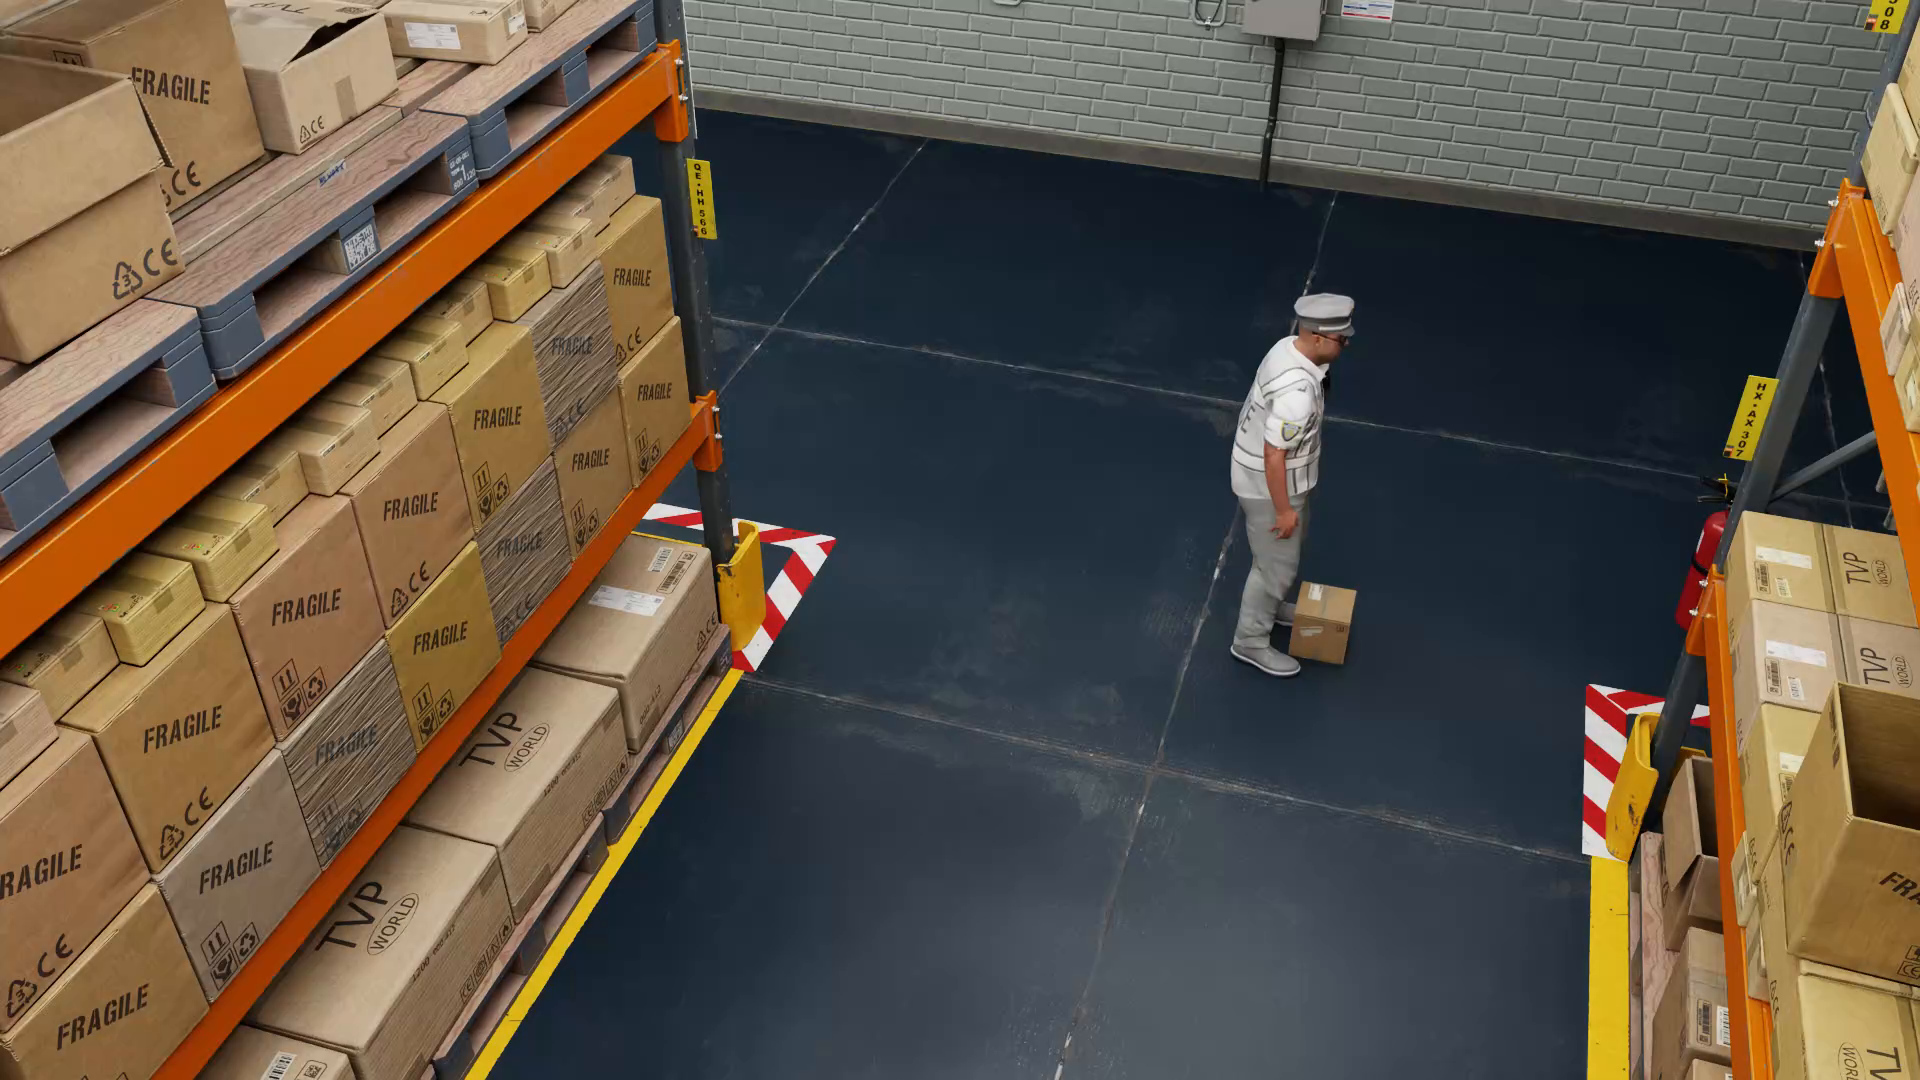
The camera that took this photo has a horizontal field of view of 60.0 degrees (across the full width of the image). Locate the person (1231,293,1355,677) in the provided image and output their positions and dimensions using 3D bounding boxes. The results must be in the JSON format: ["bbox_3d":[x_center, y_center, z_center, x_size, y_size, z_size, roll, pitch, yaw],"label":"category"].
[{"bbox_3d":[1.401,-0.266,7.241,0.449,1.747,0.596,9,38,11],"label":"person"}]
